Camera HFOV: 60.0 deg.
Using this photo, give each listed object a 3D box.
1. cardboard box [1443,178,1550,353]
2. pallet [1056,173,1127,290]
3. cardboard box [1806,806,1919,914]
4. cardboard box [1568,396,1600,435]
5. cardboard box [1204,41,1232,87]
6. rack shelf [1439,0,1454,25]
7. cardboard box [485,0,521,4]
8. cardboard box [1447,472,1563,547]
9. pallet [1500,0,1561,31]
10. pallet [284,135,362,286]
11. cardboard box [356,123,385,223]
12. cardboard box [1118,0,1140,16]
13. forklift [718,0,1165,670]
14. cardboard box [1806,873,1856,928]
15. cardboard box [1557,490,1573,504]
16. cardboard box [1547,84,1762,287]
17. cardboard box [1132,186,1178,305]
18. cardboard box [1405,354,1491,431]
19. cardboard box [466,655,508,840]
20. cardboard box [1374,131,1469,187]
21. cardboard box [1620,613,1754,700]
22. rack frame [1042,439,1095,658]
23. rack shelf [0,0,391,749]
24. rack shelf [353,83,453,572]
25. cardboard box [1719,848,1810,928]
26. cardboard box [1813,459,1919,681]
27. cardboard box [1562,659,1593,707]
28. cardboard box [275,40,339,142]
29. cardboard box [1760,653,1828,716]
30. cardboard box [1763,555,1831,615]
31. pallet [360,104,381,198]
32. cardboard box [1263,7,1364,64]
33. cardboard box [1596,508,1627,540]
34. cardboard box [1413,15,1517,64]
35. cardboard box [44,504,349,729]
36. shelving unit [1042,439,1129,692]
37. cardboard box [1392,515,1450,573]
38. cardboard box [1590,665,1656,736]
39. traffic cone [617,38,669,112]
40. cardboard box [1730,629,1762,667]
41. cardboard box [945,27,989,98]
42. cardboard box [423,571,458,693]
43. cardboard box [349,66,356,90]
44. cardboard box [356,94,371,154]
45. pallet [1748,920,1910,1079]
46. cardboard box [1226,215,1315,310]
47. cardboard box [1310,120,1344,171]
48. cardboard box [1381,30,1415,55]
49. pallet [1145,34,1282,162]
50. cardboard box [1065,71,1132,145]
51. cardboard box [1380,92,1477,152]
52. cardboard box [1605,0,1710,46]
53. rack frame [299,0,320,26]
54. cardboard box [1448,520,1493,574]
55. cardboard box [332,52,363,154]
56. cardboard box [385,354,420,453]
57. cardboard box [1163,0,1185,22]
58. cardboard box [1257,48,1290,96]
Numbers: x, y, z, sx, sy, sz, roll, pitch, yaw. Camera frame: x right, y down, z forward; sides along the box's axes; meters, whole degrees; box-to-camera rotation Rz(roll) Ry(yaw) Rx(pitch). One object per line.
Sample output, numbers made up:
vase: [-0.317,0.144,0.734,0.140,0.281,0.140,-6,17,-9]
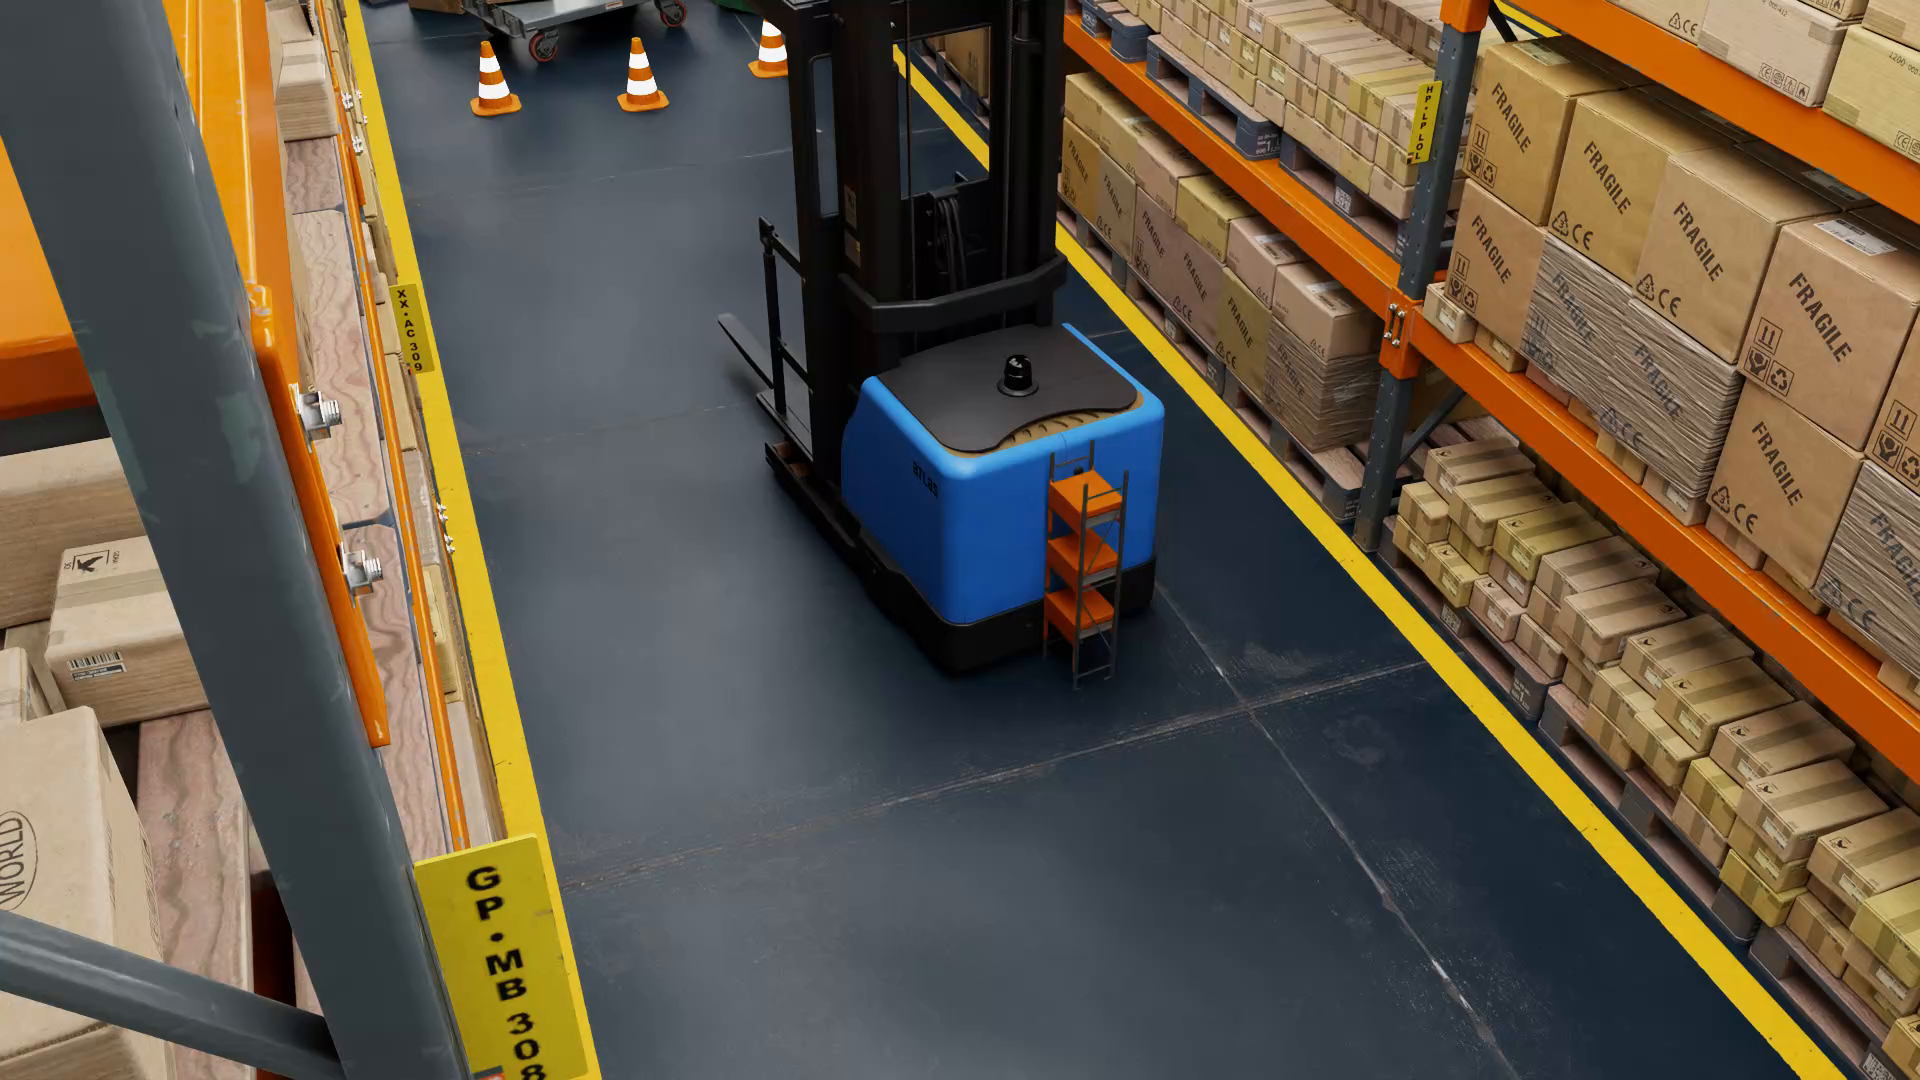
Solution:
cardboard box: [2.249,-1.094,6.379,0.500,0.500,0.500,-13,39,-17]
pallet: [1.206,-1.972,10.192,1.003,0.211,1.213,-12,39,-16]
cardboard box: [3.001,1.046,5.395,0.380,0.149,0.250,-14,39,-18]
cardboard box: [2.493,-0.514,6.149,0.380,0.149,0.250,-14,39,-18]
cardboard box: [1.449,-2.404,8.308,0.380,0.149,0.250,-14,39,-17]
rack shelf: [1.627,-3.308,7.753,1.077,0.370,4.000,-12,39,-16]
cardboard box: [-3.390,-4.394,12.539,0.500,0.500,0.500,-12,39,-16]
cardboard box: [2.278,-0.129,6.954,0.380,0.149,0.250,-11,38,-14]
pallet: [4.947,-4.513,13.566,1.003,0.211,1.213,-12,39,-16]
pallet: [-2.026,-0.884,4.011,1.003,0.211,1.213,-12,39,-16]
cardboard box: [-2.715,-1.497,6.953,0.500,0.250,0.500,-14,39,-17]
cardboard box: [1.089,-2.996,9.094,0.380,0.149,0.250,-11,38,-14]
forklift: [-0.296,-1.500,7.306,1.130,2.935,3.031,-18,41,-22]
cardboard box: [3.066,1.139,5.518,0.380,0.149,0.250,-13,39,-16]
cardboard box: [2.827,-0.153,7.233,0.380,0.149,0.250,-14,39,-18]
cardboard box: [2.434,-1.231,5.729,0.500,0.500,0.500,-14,39,-17]
cardboard box: [1.300,-1.672,9.205,0.500,0.500,0.500,-13,39,-17]
cardboard box: [2.310,-0.909,8.192,0.500,0.500,0.500,-11,38,-14]
cardboard box: [-1.529,0.554,4.438,0.500,0.500,0.500,-13,39,-17]
cardboard box: [1.993,-1.638,7.043,0.380,0.149,0.250,-11,38,-15]
cardboard box: [2.705,0.444,6.193,0.380,0.149,0.250,-14,39,-18]
rack frame: [0.440,0.053,6.807,0.200,1.050,0.008,-18,41,-22]
rack shelf: [-1.610,-1.005,2.535,1.077,0.370,4.000,-12,39,-16]
rack shelf: [-2.986,-1.028,7.220,1.077,0.370,4.000,-12,39,-16]
cardboard box: [2.877,1.150,5.751,0.380,0.149,0.250,-14,39,-18]
cardboard box: [2.939,0.056,4.852,0.500,0.500,0.500,-12,39,-16]
cardboard box: [2.624,0.534,6.569,0.380,0.149,0.250,-14,39,-18]
cardboard box: [-1.687,-1.047,3.931,0.380,0.149,0.250,-12,38,-15]
cardboard box: [3.182,0.498,6.122,0.380,0.149,0.250,-12,39,-16]
cardboard box: [2.847,0.074,5.367,0.380,0.149,0.250,-12,39,-15]
pallet: [-4.358,-2.461,10.842,1.003,0.211,1.213,-12,39,-16]
cardboard box: [1.641,-2.345,7.735,0.380,0.149,0.250,-14,39,-17]
cardboard box: [2.899,-0.112,6.931,0.380,0.149,0.250,-13,39,-16]
cardboard box: [2.340,-2.333,7.720,0.380,0.149,0.250,-13,39,-17]
cardboard box: [-1.080,0.106,2.399,0.380,0.149,0.250,-11,38,-14]
shelving unit: [0.498,0.117,6.722,0.215,1.050,0.252,-18,41,-22]
cardboard box: [2.139,-0.024,7.310,0.380,0.149,0.250,-14,39,-18]
cardboard box: [2.618,0.579,6.261,0.380,0.149,0.250,-13,39,-16]
traffic cone: [-2.271,-3.324,11.778,0.336,0.463,0.334,-12,39,-16]
cardboard box: [3.109,0.452,6.430,0.380,0.149,0.250,-14,39,-18]
cardboard box: [0.509,-3.652,11.626,1.050,0.750,0.750,-12,39,-15]
cardboard box: [-1.278,0.233,3.494,0.380,0.149,0.250,-13,39,-17]
cardboard box: [-4.377,-2.729,10.715,0.950,0.372,0.625,-11,38,-14]
cardboard box: [-3.066,-1.868,7.861,0.500,0.250,0.500,-12,39,-15]
pallet: [3.419,1.597,5.455,1.003,0.211,1.213,-12,39,-16]
cardboard box: [1.657,-1.398,8.218,0.500,0.250,0.500,-11,38,-14]
cardboard box: [1.819,-1.806,7.514,0.380,0.149,0.250,-13,39,-16]
cardboard box: [2.246,-2.362,8.005,0.380,0.149,0.250,-11,38,-14]
pallet: [1.658,-2.341,8.524,1.003,0.211,1.213,-12,39,-16]
cardboard box: [0.949,-2.556,9.756,0.500,0.250,0.500,-14,39,-18]
cardboard box: [1.994,-1.759,6.957,0.380,0.149,0.250,-11,38,-14]
cardboard box: [2.408,-1.808,5.289,0.500,0.250,0.500,-13,39,-17]
rack frame: [-2.298,-2.582,3.698,1.000,3.000,0.127,-12,39,-16]
cardboard box: [2.311,-0.020,7.056,0.380,0.149,0.250,-12,39,-16]
cardboard box: [-2.551,-1.498,6.332,0.500,0.500,0.500,-13,39,-17]
cardboard box: [-1.709,-0.127,4.511,0.500,0.500,0.500,-13,39,-17]
cardboard box: [1.279,-2.812,8.603,0.380,0.149,0.250,-12,39,-16]
cardboard box: [1.632,-2.228,7.827,0.380,0.149,0.250,-14,39,-18]
